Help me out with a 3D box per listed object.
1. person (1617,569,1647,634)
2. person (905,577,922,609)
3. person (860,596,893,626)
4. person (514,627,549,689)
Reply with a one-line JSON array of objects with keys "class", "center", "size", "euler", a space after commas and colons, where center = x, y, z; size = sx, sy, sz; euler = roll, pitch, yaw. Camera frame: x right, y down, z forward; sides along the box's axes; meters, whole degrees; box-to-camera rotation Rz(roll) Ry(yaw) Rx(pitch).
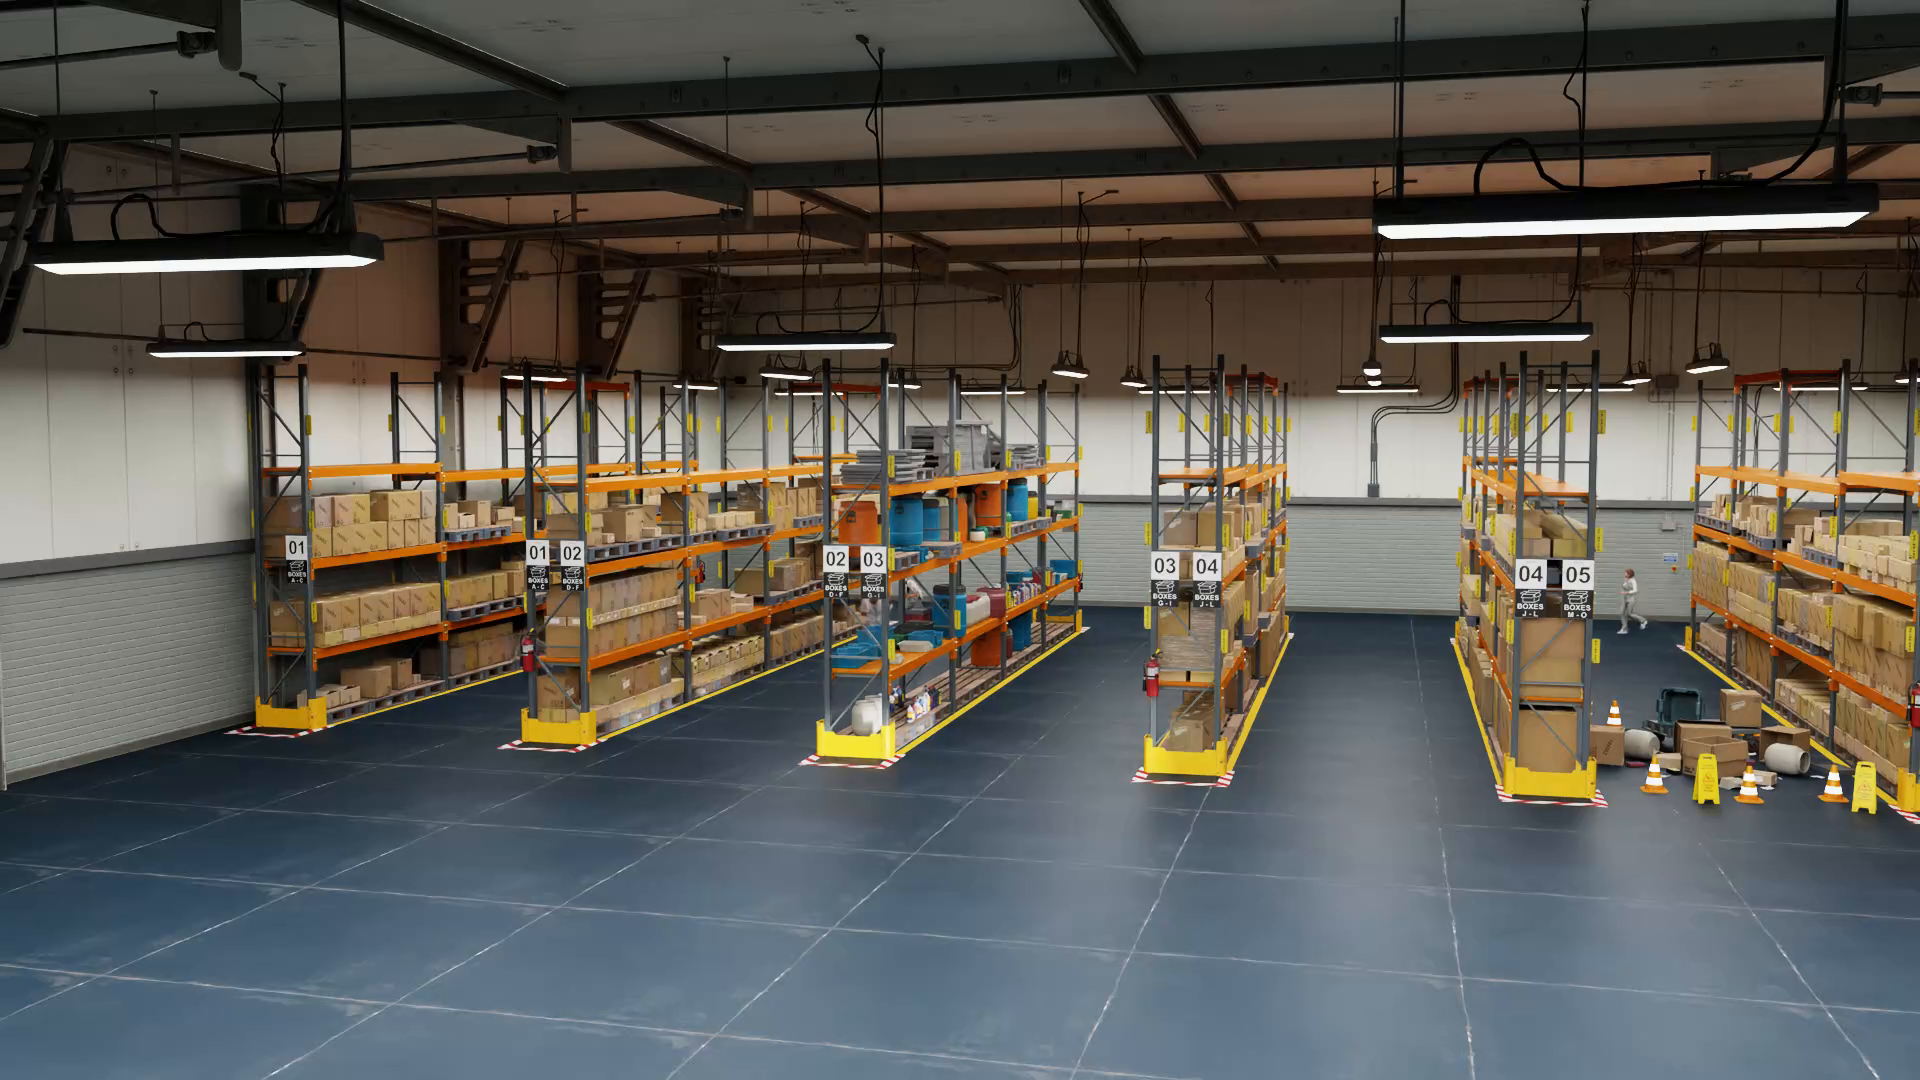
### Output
[{"class": "person", "center": [16.095, 1.472, 39.854], "size": [0.726, 1.554, 0.539], "euler": [0, 4, -5]}, {"class": "person", "center": [-1.144, 1.498, 40.684], "size": [0.608, 1.444, 1.158], "euler": [3, 5, 35]}, {"class": "person", "center": [-1.810, 1.755, 36.128], "size": [0.709, 1.478, 0.993], "euler": [0, 4, -3]}, {"class": "person", "center": [-7.385, 2.249, 28.714], "size": [0.533, 1.562, 0.904], "euler": [0, 4, 2]}]
